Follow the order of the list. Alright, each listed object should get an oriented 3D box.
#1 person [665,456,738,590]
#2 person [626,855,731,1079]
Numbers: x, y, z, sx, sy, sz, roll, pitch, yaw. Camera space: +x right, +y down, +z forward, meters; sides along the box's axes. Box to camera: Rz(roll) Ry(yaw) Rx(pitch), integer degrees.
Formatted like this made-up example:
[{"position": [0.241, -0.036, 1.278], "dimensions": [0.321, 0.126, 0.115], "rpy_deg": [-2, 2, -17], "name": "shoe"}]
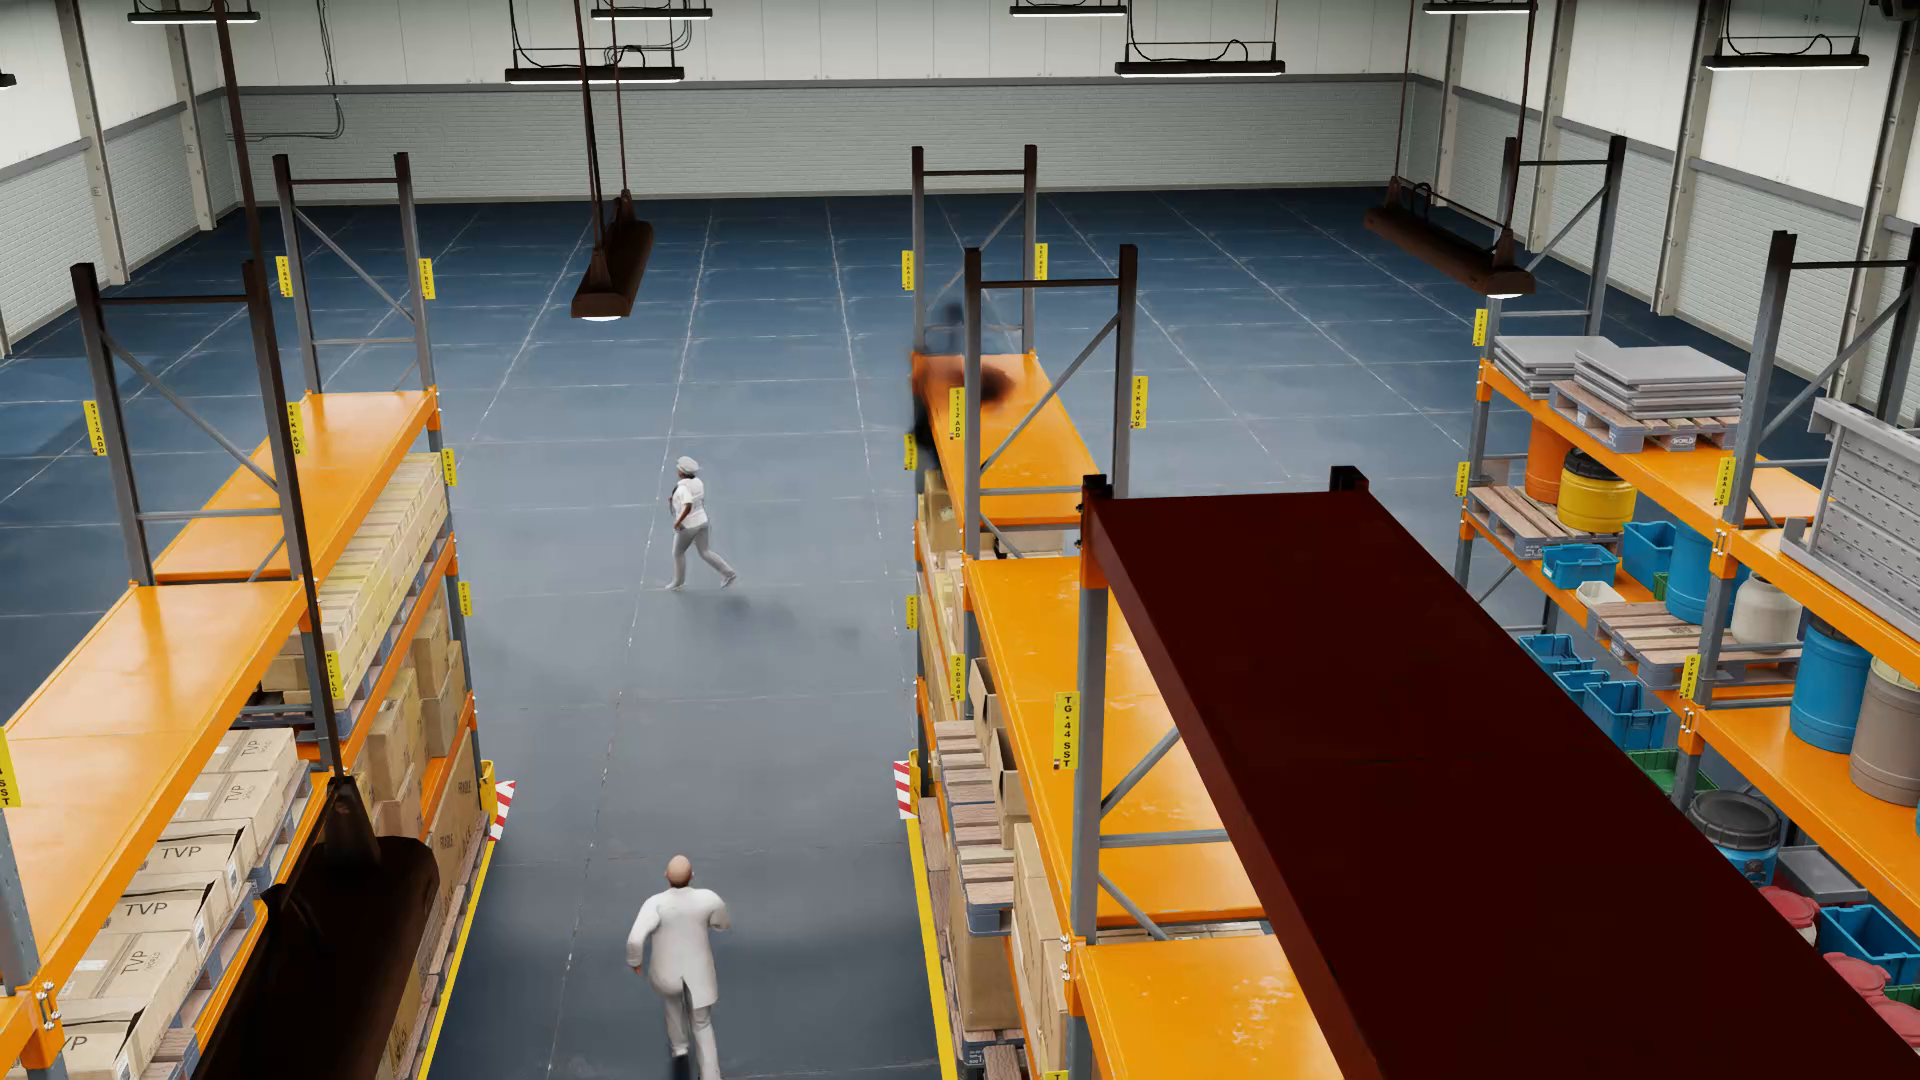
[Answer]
[{"position": [-3.140, -0.144, 19.711], "dimensions": [0.937, 1.719, 0.588], "rpy_deg": [12, 24, 27], "name": "person"}, {"position": [-1.932, 3.044, 11.555], "dimensions": [0.731, 1.837, 0.962], "rpy_deg": [-4, 22, -11], "name": "person"}]
